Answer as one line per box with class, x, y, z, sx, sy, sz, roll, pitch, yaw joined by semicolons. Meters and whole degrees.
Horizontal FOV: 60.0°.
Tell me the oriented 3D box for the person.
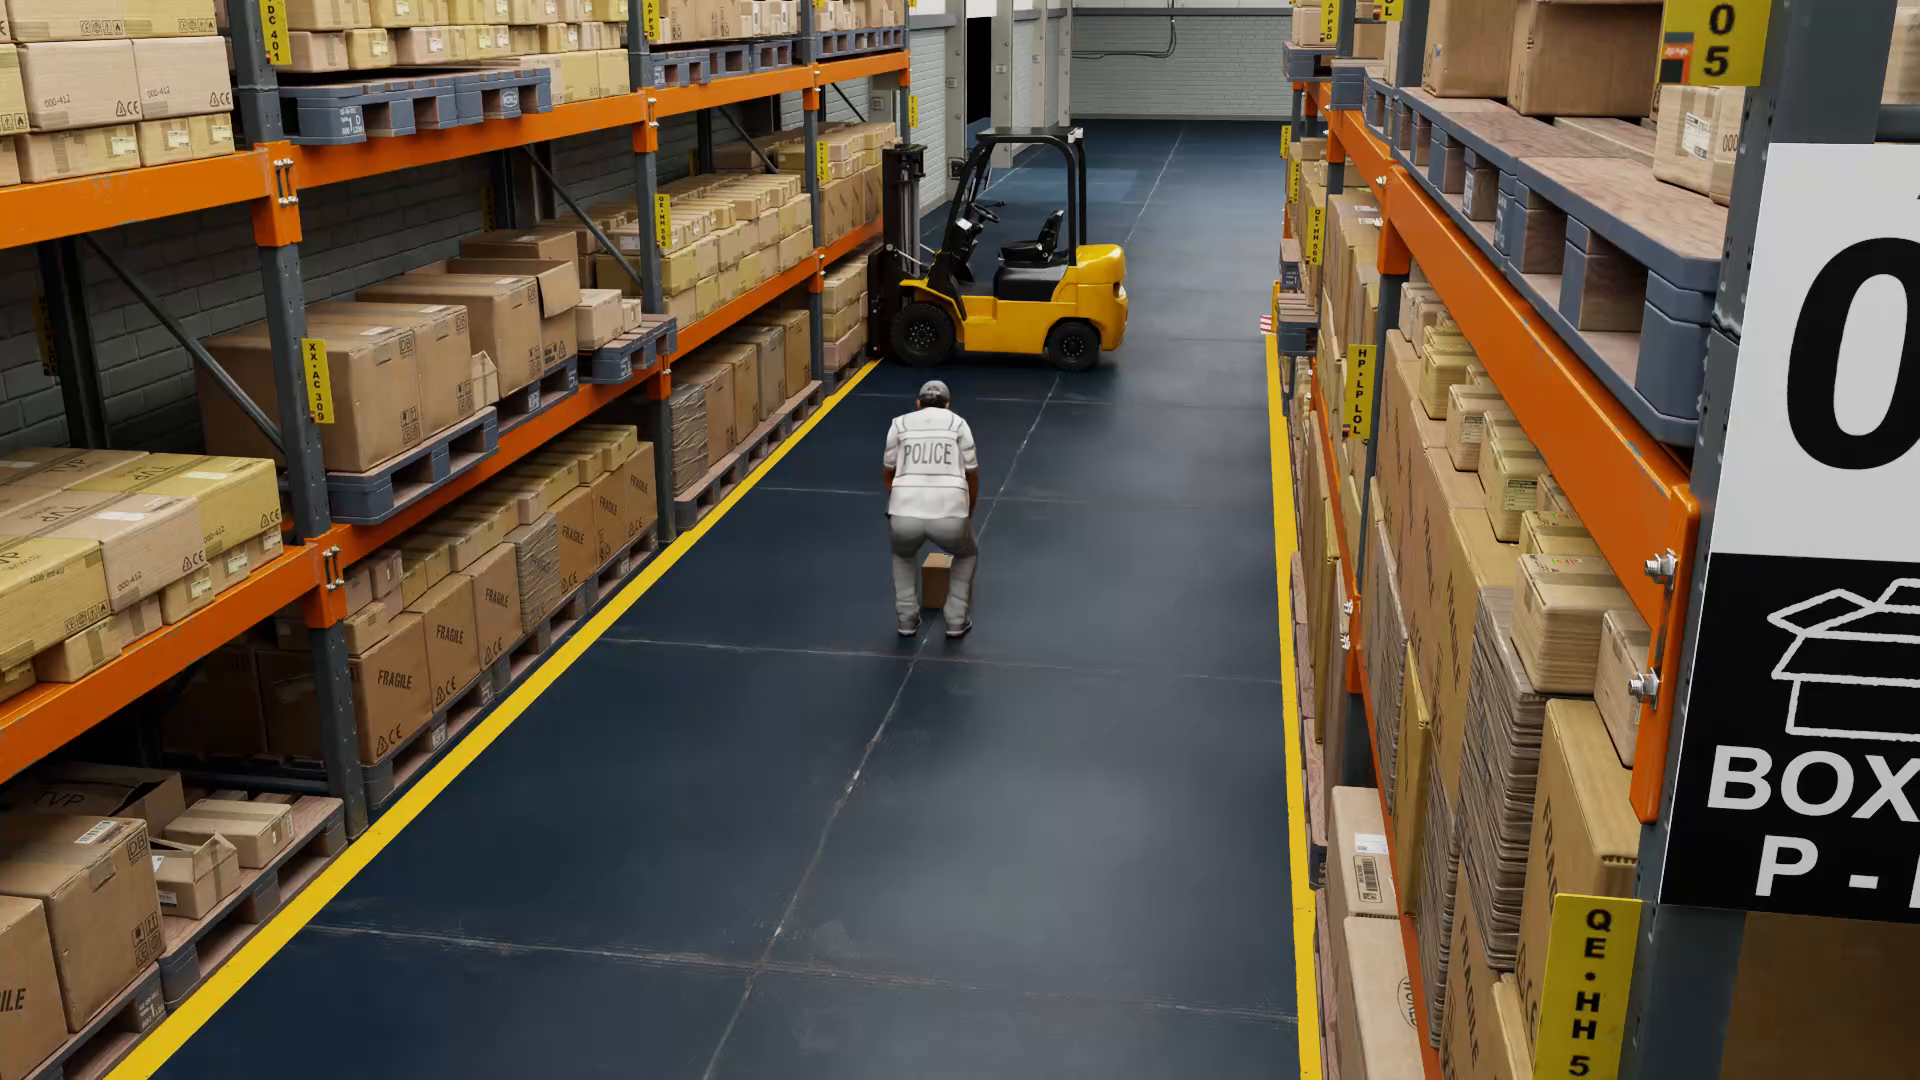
person;-0.175;-0.155;9.053;0.534;1.351;0.745;3;18;9
